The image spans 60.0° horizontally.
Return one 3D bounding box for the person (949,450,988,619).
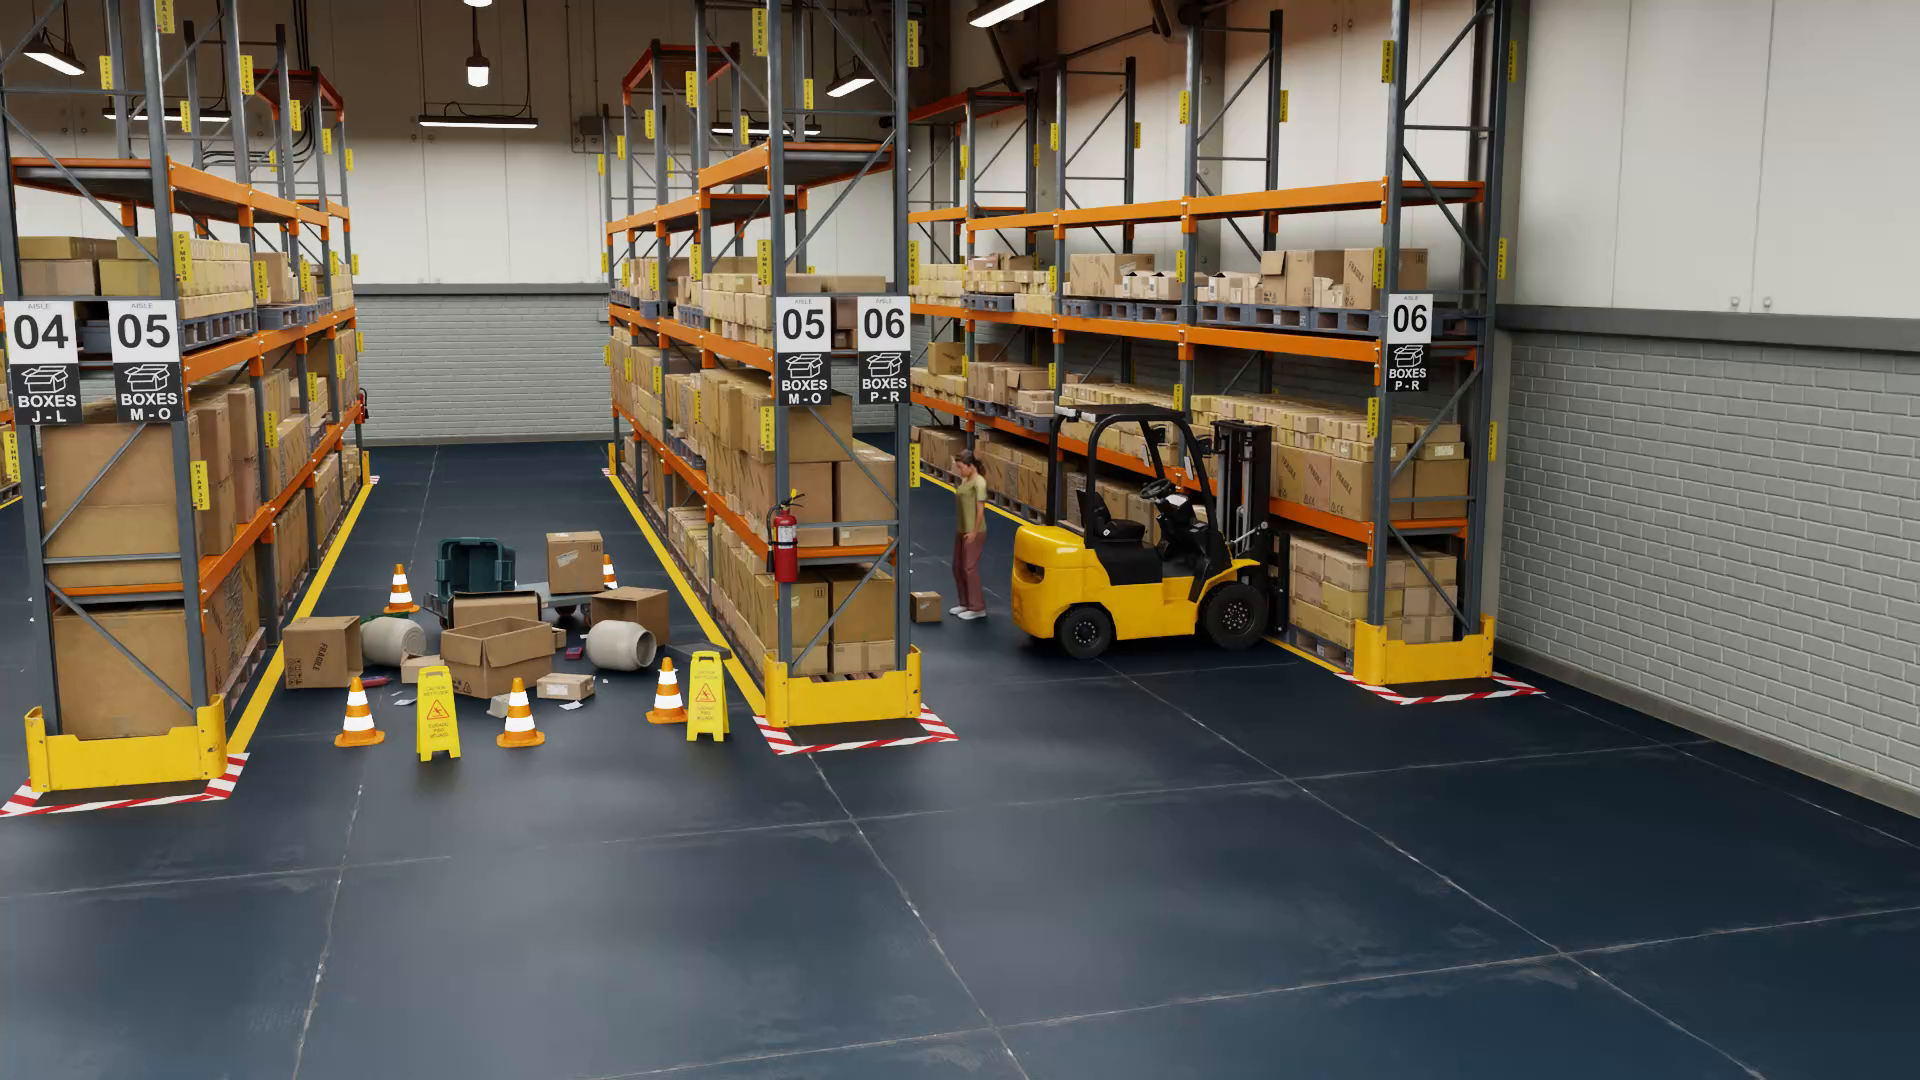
[{"bbox_3d":[0.104,-0.064,16.340,0.356,1.663,0.455,-4,10,-22],"label":"person"}]
